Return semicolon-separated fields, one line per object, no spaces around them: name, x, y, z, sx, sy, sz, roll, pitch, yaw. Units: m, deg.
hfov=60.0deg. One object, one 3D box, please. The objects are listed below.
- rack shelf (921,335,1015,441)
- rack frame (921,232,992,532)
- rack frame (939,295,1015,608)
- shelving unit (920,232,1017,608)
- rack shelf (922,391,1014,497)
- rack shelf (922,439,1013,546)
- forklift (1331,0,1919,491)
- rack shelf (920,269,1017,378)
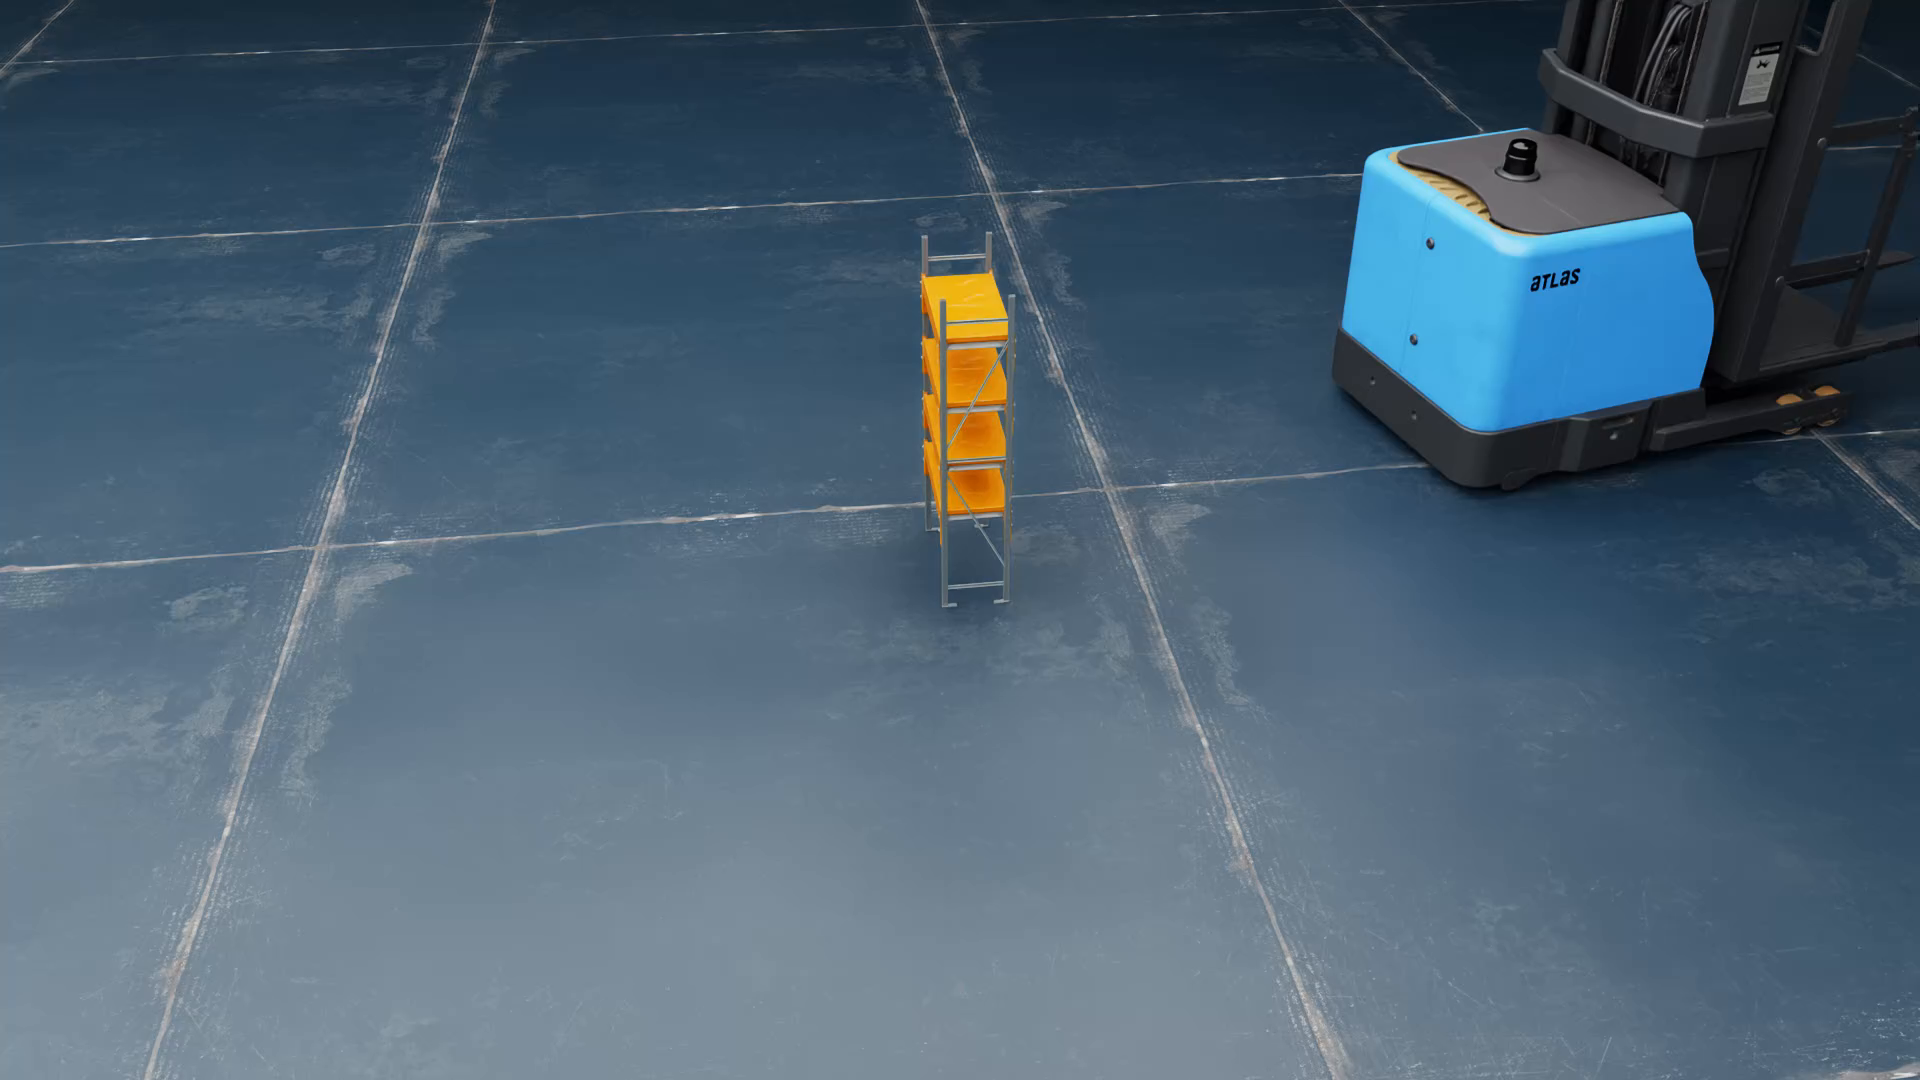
rack shelf;0.022;-0.533;5.688;0.258;0.148;0.480;-4;35;-6
rack frame;-0.011;-0.540;5.976;0.240;1.200;0.015;-4;35;-6
rack frame;0.055;-0.267;5.577;0.240;1.200;0.015;-4;35;-6
shelving unit;0.022;-0.403;5.777;0.258;1.200;0.503;-4;35;-6
rack shelf;0.022;-0.348;5.814;0.258;0.148;0.480;-4;35;-6
rack shelf;0.022;-0.184;5.926;0.258;0.148;0.480;-4;35;-6
forklift;3.169;-1.913;6.455;3.031;2.935;1.130;-12;36;-17
rack shelf;0.022;-0.728;5.555;0.258;0.148;0.480;-4;35;-6
